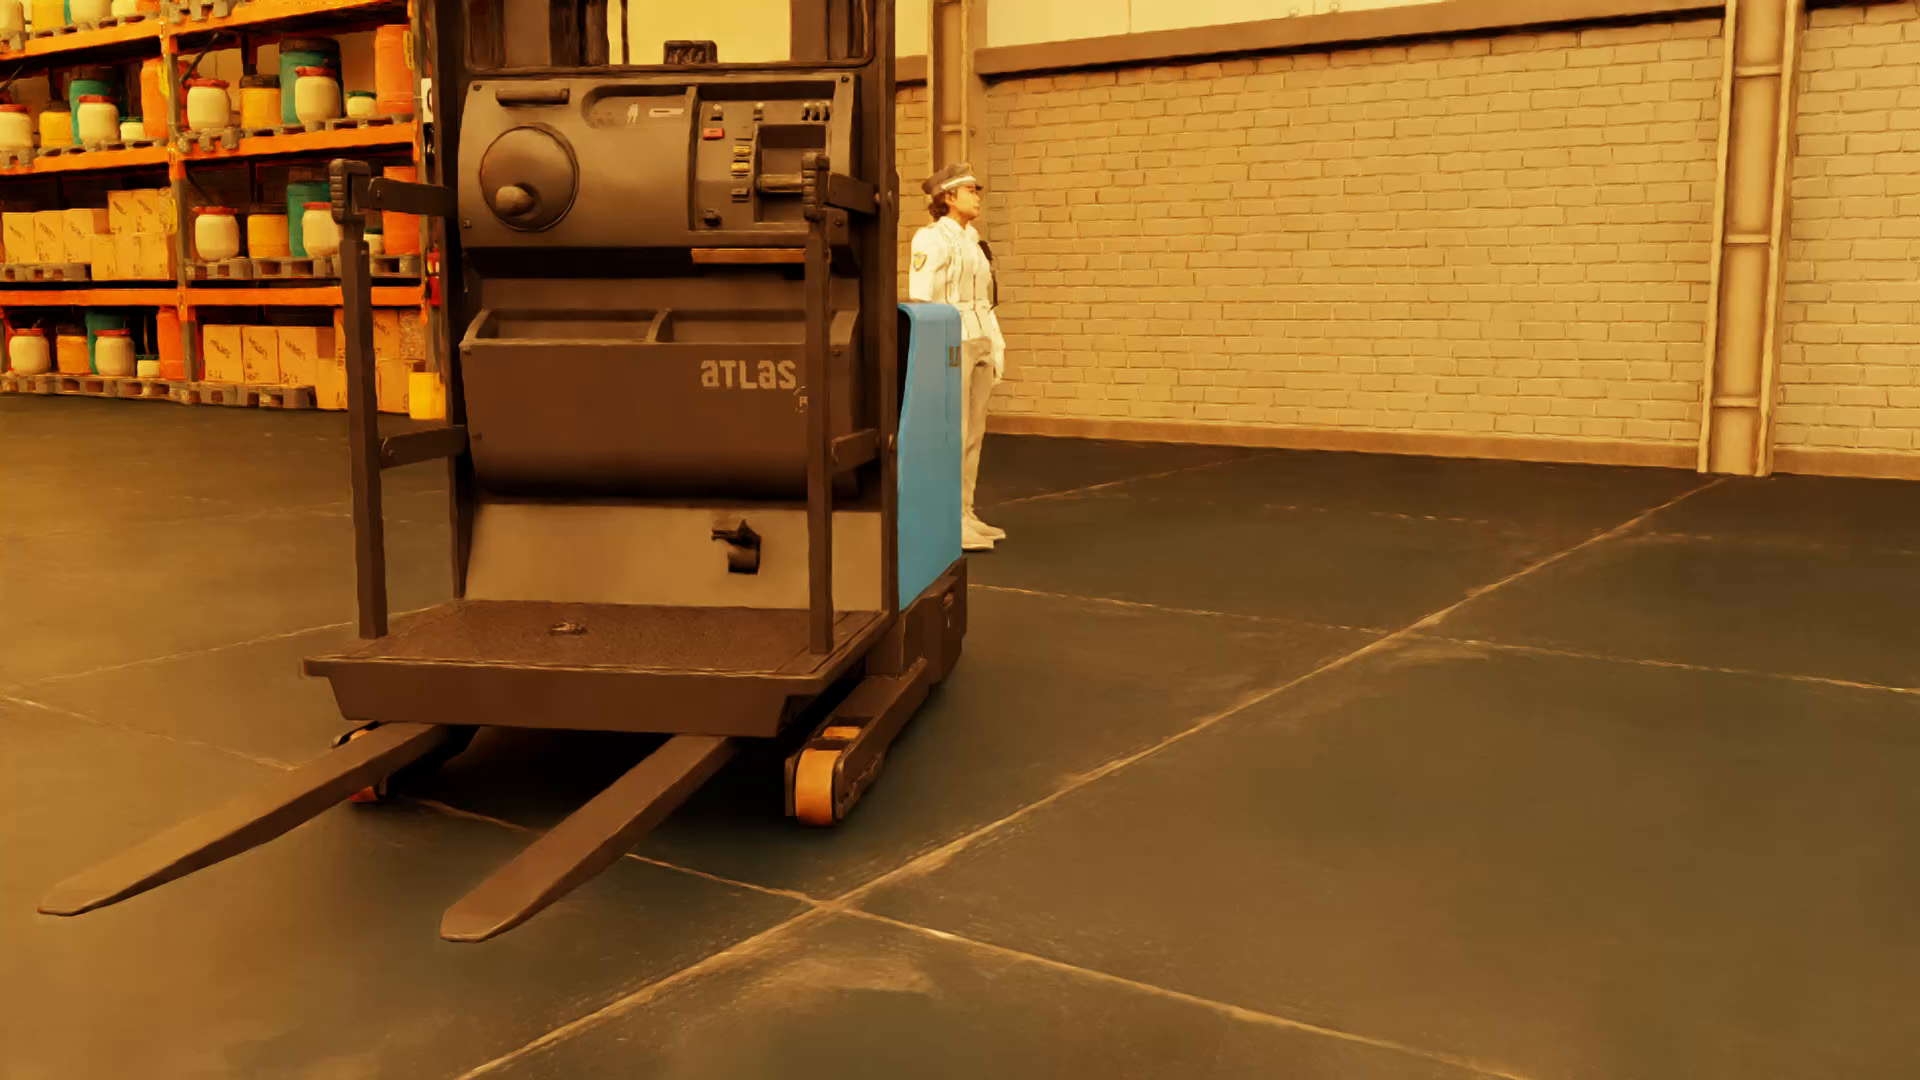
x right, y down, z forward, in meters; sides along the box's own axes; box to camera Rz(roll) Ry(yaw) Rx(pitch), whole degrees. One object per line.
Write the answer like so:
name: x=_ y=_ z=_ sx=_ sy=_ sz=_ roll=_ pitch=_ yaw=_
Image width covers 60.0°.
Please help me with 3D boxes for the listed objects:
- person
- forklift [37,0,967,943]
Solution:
person: x=0.052 y=-0.840 z=7.440 sx=0.532 sy=1.695 sz=0.586 roll=5 pitch=10 yaw=34
forklift: x=-0.730 y=-0.911 z=3.599 sx=1.130 sy=2.935 sz=3.031 roll=1 pitch=8 yaw=9
